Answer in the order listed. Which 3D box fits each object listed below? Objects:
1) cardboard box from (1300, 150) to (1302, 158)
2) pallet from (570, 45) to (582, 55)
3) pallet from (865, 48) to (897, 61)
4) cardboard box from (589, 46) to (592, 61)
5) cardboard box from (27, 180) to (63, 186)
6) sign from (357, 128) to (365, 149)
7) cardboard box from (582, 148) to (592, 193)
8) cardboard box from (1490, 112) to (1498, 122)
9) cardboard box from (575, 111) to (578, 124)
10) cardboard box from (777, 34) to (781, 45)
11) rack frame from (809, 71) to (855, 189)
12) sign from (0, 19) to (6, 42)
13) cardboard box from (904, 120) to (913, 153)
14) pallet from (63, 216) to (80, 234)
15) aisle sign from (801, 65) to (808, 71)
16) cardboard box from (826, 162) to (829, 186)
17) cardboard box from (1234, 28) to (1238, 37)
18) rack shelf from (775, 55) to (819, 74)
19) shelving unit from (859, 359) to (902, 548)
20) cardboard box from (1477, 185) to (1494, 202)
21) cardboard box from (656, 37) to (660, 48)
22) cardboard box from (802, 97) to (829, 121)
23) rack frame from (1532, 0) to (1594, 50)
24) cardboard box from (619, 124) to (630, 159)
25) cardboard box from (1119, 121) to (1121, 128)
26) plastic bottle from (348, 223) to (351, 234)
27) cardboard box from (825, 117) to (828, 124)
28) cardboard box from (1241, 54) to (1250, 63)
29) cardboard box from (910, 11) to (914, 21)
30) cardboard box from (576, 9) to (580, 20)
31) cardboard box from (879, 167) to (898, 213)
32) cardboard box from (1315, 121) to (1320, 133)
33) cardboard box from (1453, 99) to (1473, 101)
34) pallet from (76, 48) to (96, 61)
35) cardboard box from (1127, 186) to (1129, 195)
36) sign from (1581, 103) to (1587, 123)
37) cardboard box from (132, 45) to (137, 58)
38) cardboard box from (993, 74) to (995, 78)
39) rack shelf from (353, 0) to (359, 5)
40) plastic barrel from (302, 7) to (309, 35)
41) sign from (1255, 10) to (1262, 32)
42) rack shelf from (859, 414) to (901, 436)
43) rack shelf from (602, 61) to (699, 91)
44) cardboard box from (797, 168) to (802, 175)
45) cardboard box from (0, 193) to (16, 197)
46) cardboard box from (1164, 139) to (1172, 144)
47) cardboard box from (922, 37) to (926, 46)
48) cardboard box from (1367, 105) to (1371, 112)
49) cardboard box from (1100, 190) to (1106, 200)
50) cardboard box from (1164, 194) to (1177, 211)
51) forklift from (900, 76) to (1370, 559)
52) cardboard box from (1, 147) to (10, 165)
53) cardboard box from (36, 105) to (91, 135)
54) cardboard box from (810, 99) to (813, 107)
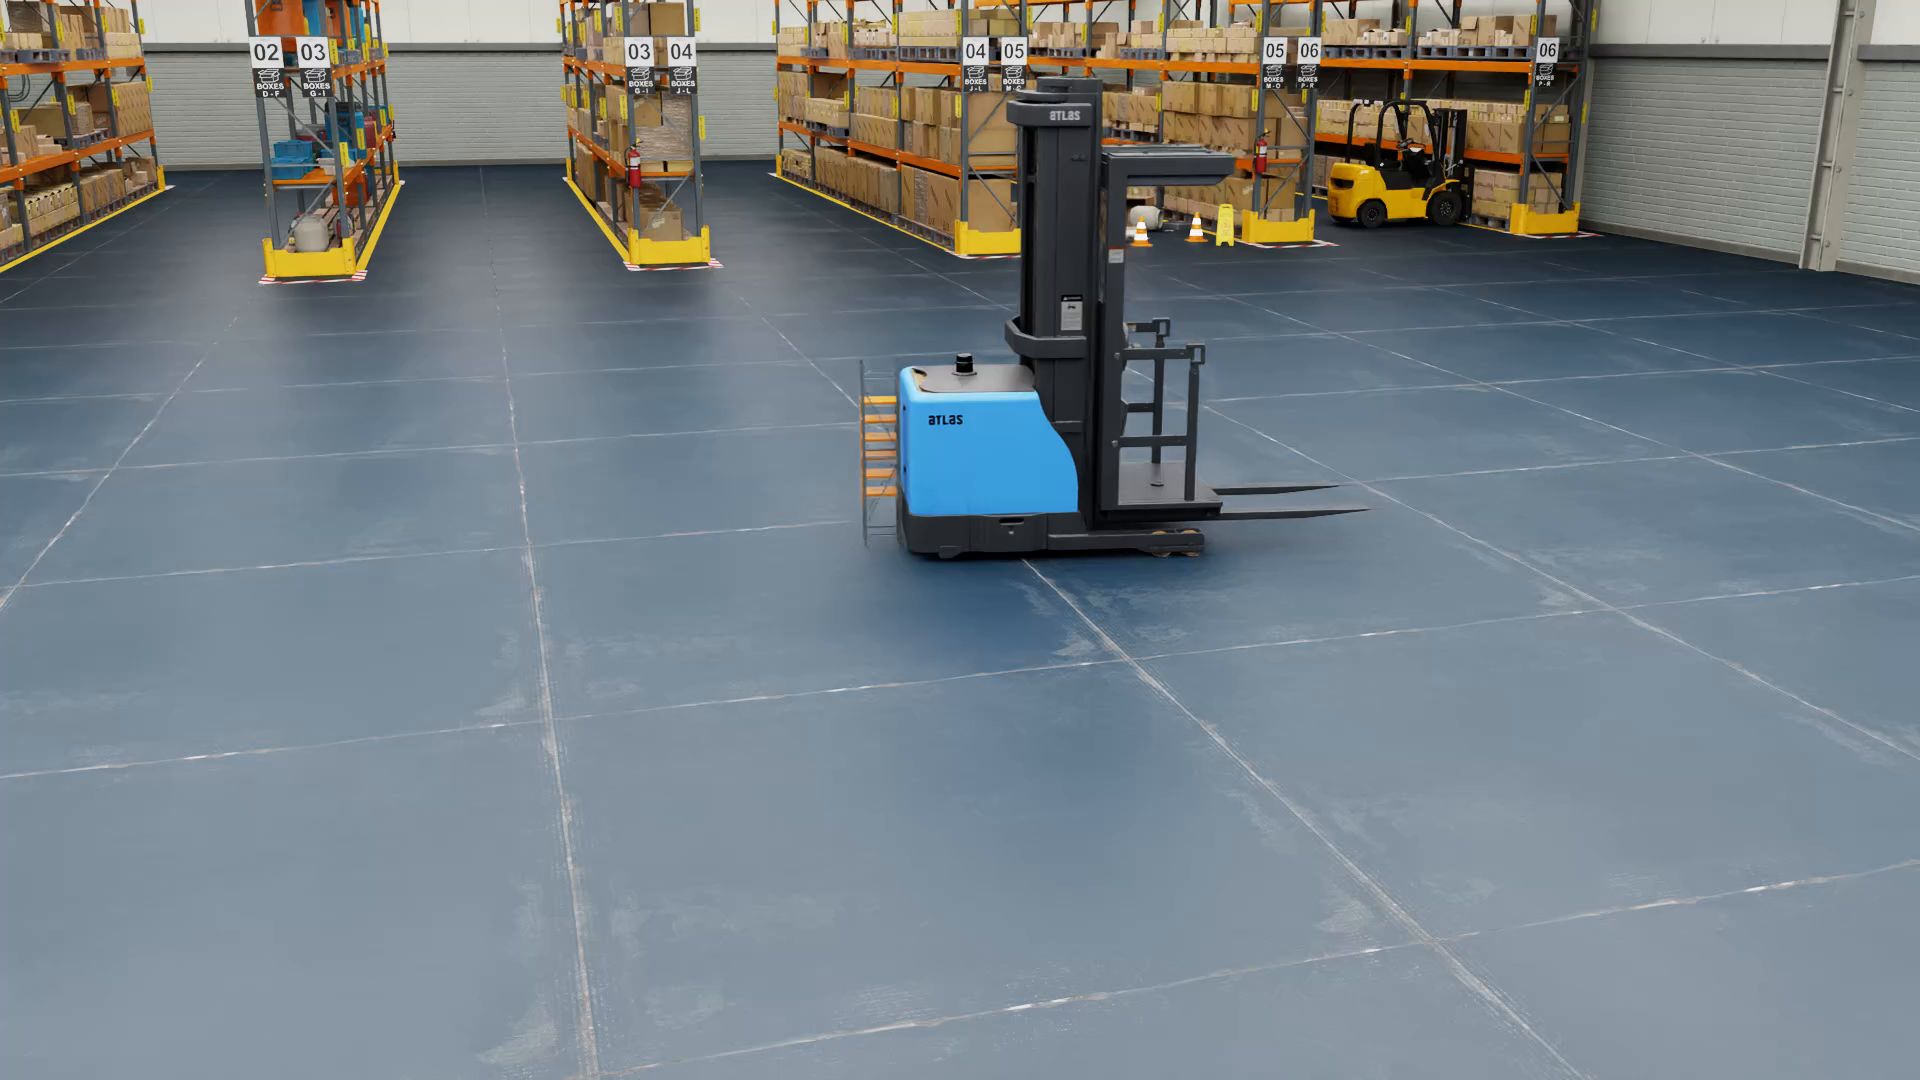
[{"bbox_3d":[7.432,-8.372,36.098,0.380,0.149,0.250,-6,18,-18],"label":"cardboard box"},{"bbox_3d":[-7.803,-10.492,35.607,1.003,0.211,1.213,-5,17,-15],"label":"pallet"},{"bbox_3d":[-1.154,-8.992,30.786,1.003,0.211,1.213,-4,17,-13],"label":"pallet"},{"bbox_3d":[-6.464,-8.837,30.204,0.500,0.250,0.500,-4,17,-14],"label":"cardboard box"},{"bbox_3d":[-16.498,-6.236,30.078,0.500,0.500,0.500,-4,17,-13],"label":"cardboard box"},{"bbox_3d":[-9.620,-6.439,26.694,0.100,0.325,0.005,-5,17,-15],"label":"sign"},{"bbox_3d":[-6.896,-7.388,33.295,1.225,0.875,0.875,-5,17,-15],"label":"cardboard box"},{"bbox_3d":[9.477,-7.375,28.989,0.380,0.149,0.250,-5,17,-16],"label":"cardboard box"},{"bbox_3d":[-7.962,-9.043,35.586,0.500,0.250,0.500,-5,17,-16],"label":"cardboard box"},{"bbox_3d":[-4.017,-11.801,39.202,0.500,0.250,0.500,-4,17,-14],"label":"cardboard box"},{"bbox_3d":[-2.791,-9.235,36.482,1.000,3.000,0.127,-5,17,-15],"label":"rack frame"},{"bbox_3d":[-14.382,-7.642,24.929,0.100,0.325,0.005,-5,17,-15],"label":"sign"},{"bbox_3d":[-0.480,-6.993,28.757,0.875,0.550,0.550,-5,17,-15],"label":"cardboard box"},{"bbox_3d":[-15.826,-5.416,28.615,1.003,0.211,1.213,-5,17,-15],"label":"pallet"},{"bbox_3d":[-3.622,-11.630,39.937,0.394,0.787,0.004,-5,17,-15],"label":"aisle sign"},{"bbox_3d":[-2.539,-7.723,35.065,0.500,0.500,0.500,-4,17,-14],"label":"cardboard box"},{"bbox_3d":[4.719,-8.321,27.276,0.380,0.149,0.250,-5,17,-15],"label":"cardboard box"},{"bbox_3d":[-3.341,-10.880,37.996,1.077,0.370,4.000,-5,17,-15],"label":"rack shelf"},{"bbox_3d":[-0.512,-0.553,10.706,0.258,1.200,0.189,-2,17,-5],"label":"shelving unit"},{"bbox_3d":[9.448,-6.102,29.231,0.500,0.250,0.500,-5,17,-16],"label":"cardboard box"},{"bbox_3d":[-4.310,-7.341,24.531,0.380,0.149,0.250,-5,17,-16],"label":"cardboard box"},{"bbox_3d":[-3.196,-9.537,36.796,0.500,0.500,0.500,-5,17,-15],"label":"cardboard box"},{"bbox_3d":[10.010,-9.602,27.274,1.000,3.000,0.127,-5,17,-15],"label":"rack frame"},{"bbox_3d":[-4.668,-6.025,25.105,0.875,0.500,0.500,-5,17,-15],"label":"cardboard box"},{"bbox_3d":[3.339,-8.151,32.579,0.380,0.149,0.250,-4,17,-13],"label":"cardboard box"},{"bbox_3d":[-9.429,-4.769,25.591,0.097,0.271,0.097,0,17,0],"label":"plastic bottle"},{"bbox_3d":[-2.548,-8.593,34.051,0.380,0.149,0.250,-5,18,-18],"label":"cardboard box"},{"bbox_3d":[4.771,-7.794,26.908,0.380,0.149,0.250,-5,17,-15],"label":"cardboard box"},{"bbox_3d":[-0.609,-8.631,27.404,0.380,0.149,0.250,-5,17,-16],"label":"cardboard box"},{"bbox_3d":[-8.142,-11.510,36.462,0.500,0.250,0.500,-5,18,-17],"label":"cardboard box"},{"bbox_3d":[-0.850,-6.310,29.926,1.050,0.750,0.750,-5,17,-16],"label":"cardboard box"},{"bbox_3d":[7.698,-8.727,35.053,0.500,0.250,0.500,-5,17,-15],"label":"cardboard box"},{"bbox_3d":[9.403,-8.127,30.974,0.380,0.149,0.250,-5,17,-16],"label":"cardboard box"},{"bbox_3d":[-16.714,-8.963,30.688,1.213,0.211,1.003,-5,17,-15],"label":"pallet"},{"bbox_3d":[3.599,-6.920,32.612,0.950,0.372,0.625,-4,17,-13],"label":"cardboard box"},{"bbox_3d":[10.545,-7.223,28.142,0.100,0.325,0.005,-5,17,-15],"label":"sign"},{"bbox_3d":[-17.692,-10.299,35.072,0.500,0.250,0.500,-5,17,-15],"label":"cardboard box"},{"bbox_3d":[1.015,-11.118,39.711,0.380,0.149,0.250,-5,17,-15],"label":"cardboard box"},{"bbox_3d":[-10.701,-9.157,27.739,1.077,0.370,4.000,-5,17,-15],"label":"rack shelf"},{"bbox_3d":[-9.488,-7.193,23.413,0.600,0.588,0.600,0,17,0],"label":"plastic barrel"},{"bbox_3d":[4.699,-8.157,26.141,0.100,0.325,0.005,-5,17,-15],"label":"sign"},{"bbox_3d":[-0.513,-0.740,10.650,0.258,0.103,0.180,-2,17,-5],"label":"rack shelf"},{"bbox_3d":[-4.840,-7.197,25.733,1.077,0.370,4.000,-5,17,-15],"label":"rack shelf"},{"bbox_3d":[-3.511,-8.439,38.056,0.380,0.149,0.250,-5,17,-15],"label":"cardboard box"},{"bbox_3d":[-15.721,-5.539,27.252,0.500,0.311,0.500,-5,17,-16],"label":"cardboard box"},{"bbox_3d":[3.917,-7.209,30.173,0.380,0.149,0.250,-5,17,-16],"label":"cardboard box"},{"bbox_3d":[-0.402,-8.039,26.820,0.380,0.149,0.250,-4,17,-15],"label":"cardboard box"},{"bbox_3d":[8.287,-8.552,32.906,0.380,0.149,0.250,-5,17,-17],"label":"cardboard box"},{"bbox_3d":[2.436,-6.458,30.266,0.500,0.500,0.500,-5,17,-15],"label":"cardboard box"},{"bbox_3d":[4.041,-6.141,30.232,0.500,0.250,0.500,-6,18,-18],"label":"cardboard box"},{"bbox_3d":[1.139,-1.444,10.664,3.031,2.935,1.130,-2,17,-6],"label":"forklift"},{"bbox_3d":[-15.093,-5.937,25.762,0.500,0.250,0.500,-4,17,-12],"label":"cardboard box"},{"bbox_3d":[-16.364,-7.665,30.350,0.700,0.500,0.500,-1,17,-5],"label":"cardboard box"},{"bbox_3d":[-2.975,-9.308,35.396,0.380,0.149,0.250,-5,17,-15],"label":"cardboard box"}]
